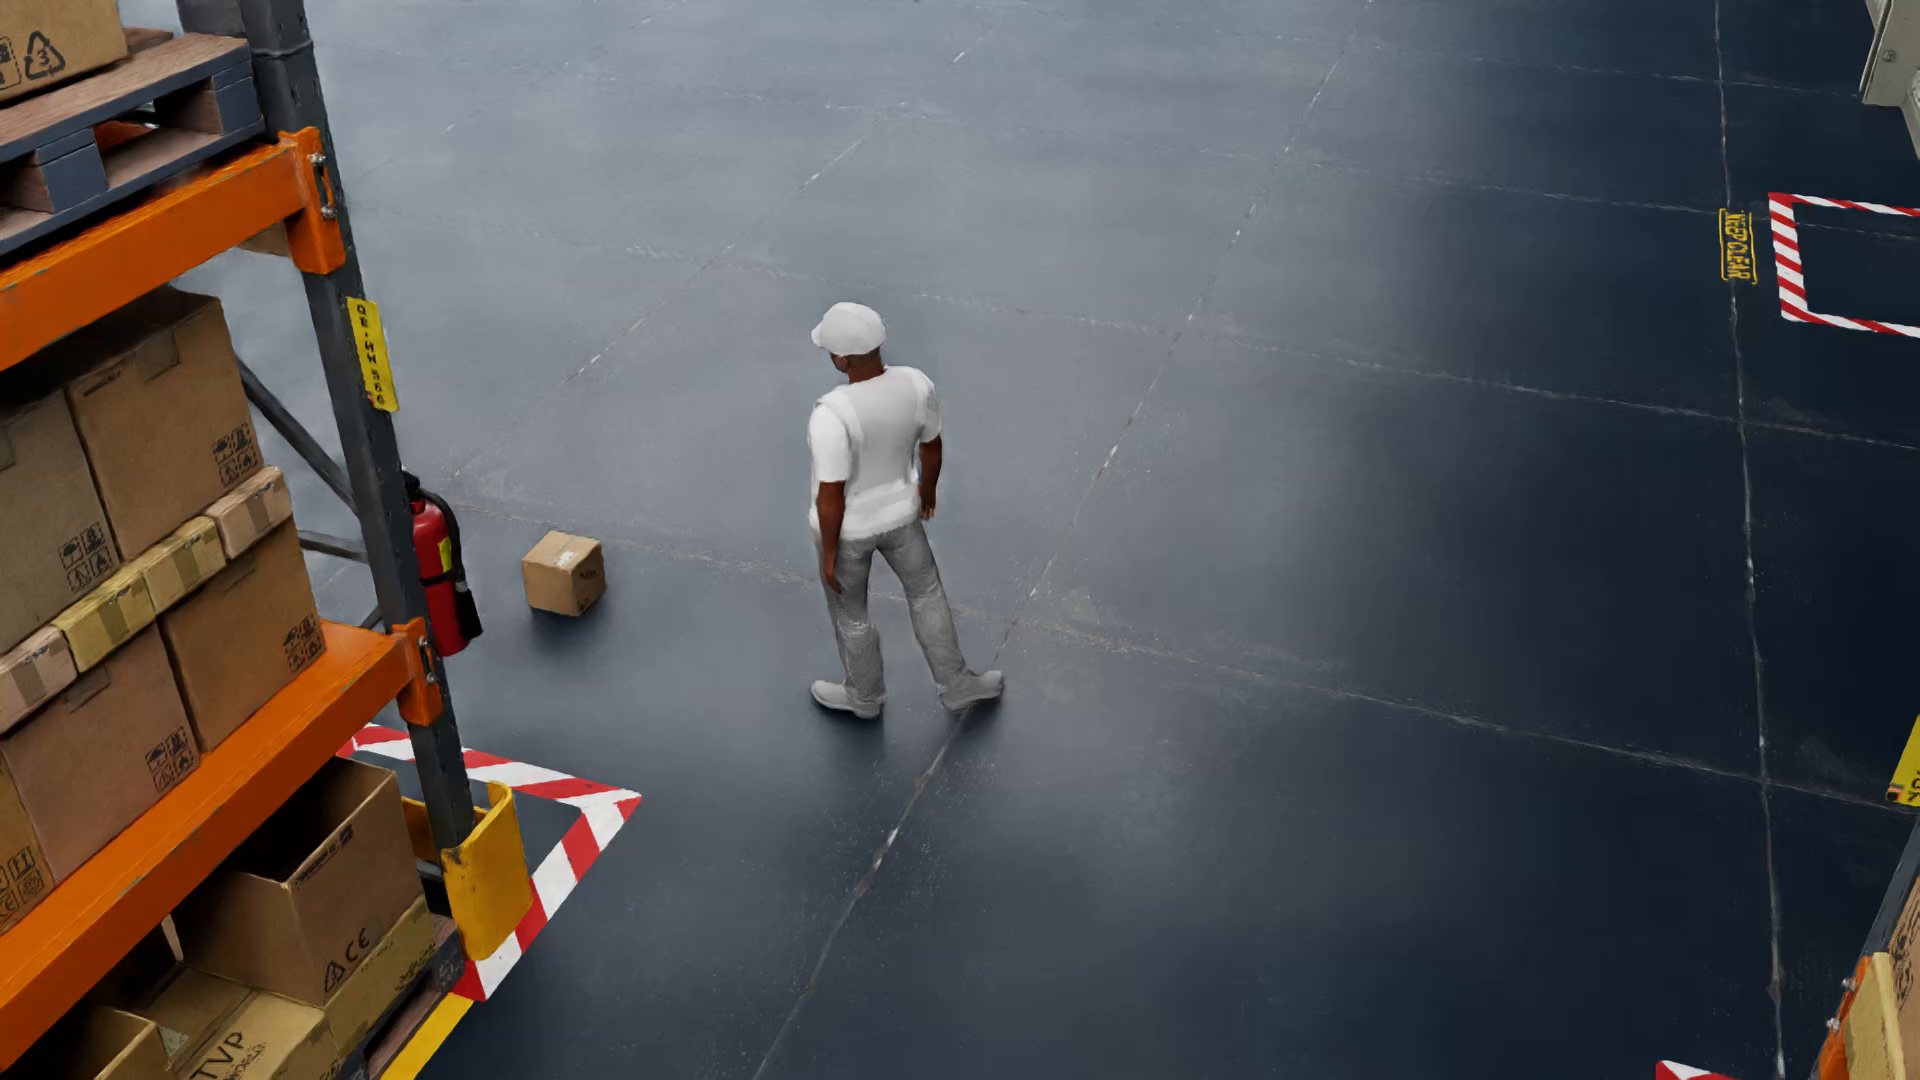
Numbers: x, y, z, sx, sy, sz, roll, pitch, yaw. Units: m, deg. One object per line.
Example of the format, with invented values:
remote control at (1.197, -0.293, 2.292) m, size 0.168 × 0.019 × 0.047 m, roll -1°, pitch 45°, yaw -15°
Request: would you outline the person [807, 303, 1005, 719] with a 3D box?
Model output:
person at (-0.218, -0.089, 6.259) m, size 0.737 × 1.766 × 0.488 m, roll -20°, pitch 38°, yaw -27°
